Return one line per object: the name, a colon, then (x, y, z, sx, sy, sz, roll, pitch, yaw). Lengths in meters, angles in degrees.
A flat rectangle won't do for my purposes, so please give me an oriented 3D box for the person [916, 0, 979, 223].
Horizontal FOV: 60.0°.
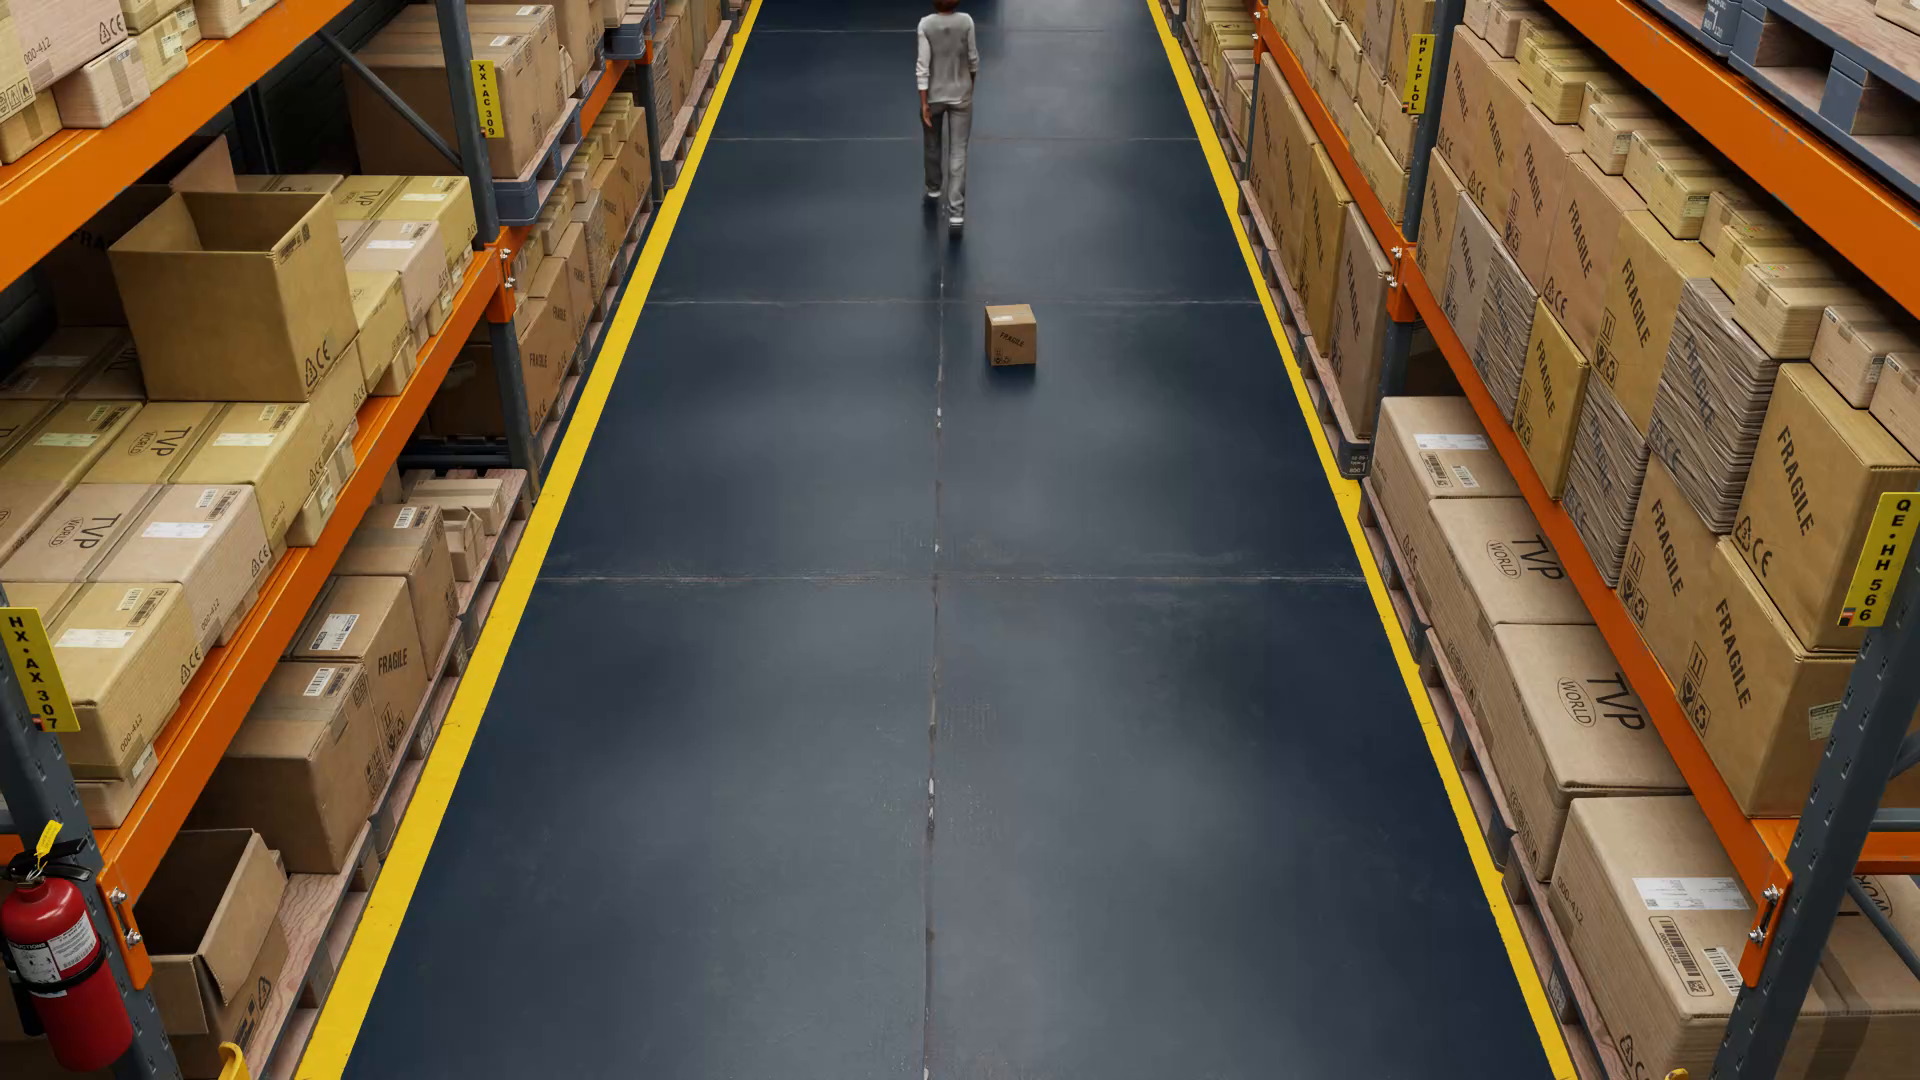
person: (-0.080, -2.884, 10.756, 0.405, 1.540, 0.943, 0, 32, -1)
